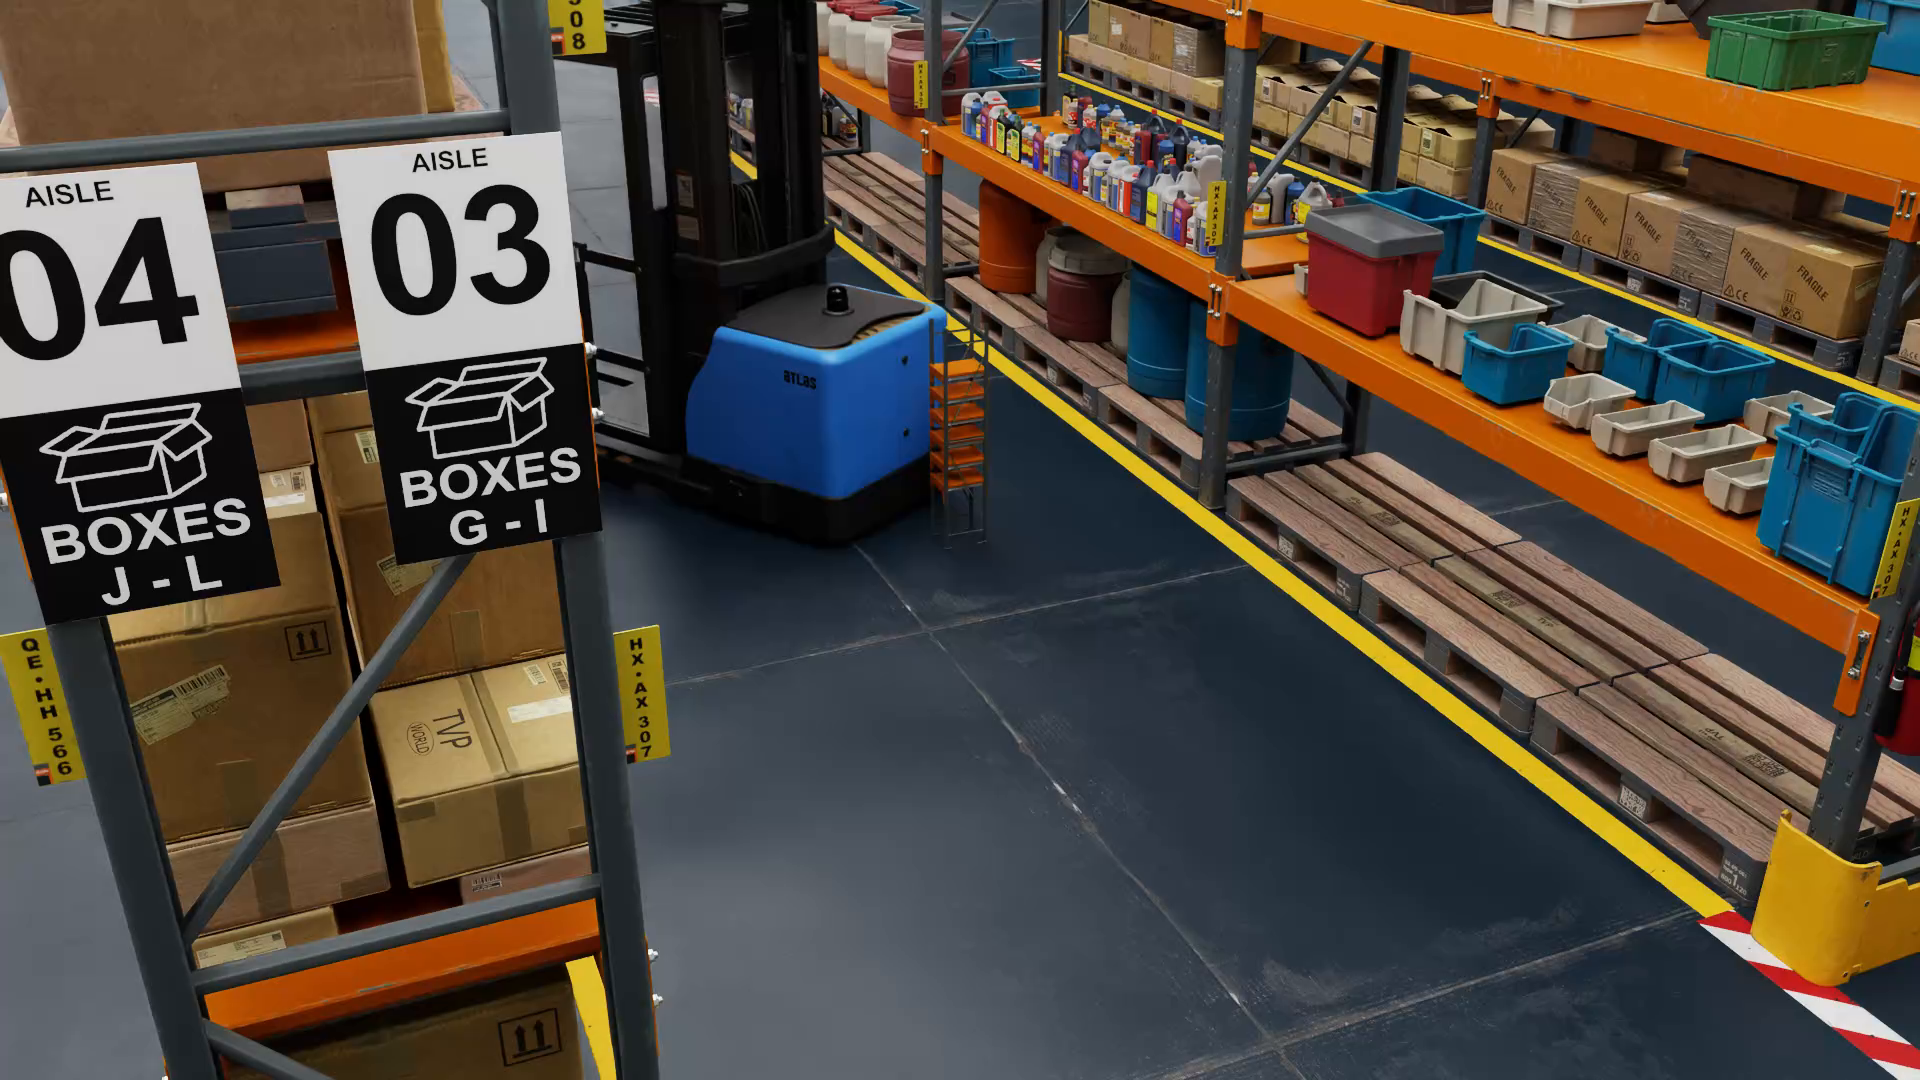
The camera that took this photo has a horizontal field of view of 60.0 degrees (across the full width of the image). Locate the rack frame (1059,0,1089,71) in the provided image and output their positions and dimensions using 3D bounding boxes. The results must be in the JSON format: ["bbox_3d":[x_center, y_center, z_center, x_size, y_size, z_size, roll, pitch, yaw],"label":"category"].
[{"bbox_3d":[1.655,-7.308,20.299,1.000,3.000,0.127,-11,28,-21],"label":"rack frame"}]

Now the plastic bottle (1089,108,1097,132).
[{"bbox_3d":[0.937,-2.867,11.430,0.097,0.201,0.097,0,26,0],"label":"plastic bottle"}]

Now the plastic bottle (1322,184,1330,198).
[{"bbox_3d":[1.992,-1.837,9.226,0.061,0.283,0.133,-11,28,-21],"label":"plastic bottle"}]

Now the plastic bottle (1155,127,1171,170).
[{"bbox_3d":[1.296,-2.486,10.555,0.061,0.283,0.133,-11,28,-21],"label":"plastic bottle"}]

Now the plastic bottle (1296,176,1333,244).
[{"bbox_3d":[1.940,-1.806,9.086,0.144,0.351,0.185,-11,28,-21],"label":"plastic bottle"}]

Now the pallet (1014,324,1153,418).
[{"bbox_3d":[1.050,-1.173,10.911,1.003,0.211,1.213,-11,28,-21],"label":"pallet"}]

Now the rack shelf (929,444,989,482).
[{"bbox_3d":[-0.006,-0.397,8.571,0.258,0.103,0.180,-11,28,-21],"label":"rack shelf"}]

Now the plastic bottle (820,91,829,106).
[{"bbox_3d":[-1.346,-4.324,16.705,0.144,0.351,0.185,-12,28,-23],"label":"plastic bottle"}]

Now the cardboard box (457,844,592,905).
[{"bbox_3d":[-1.031,0.765,4.051,0.380,0.149,0.250,-10,28,-20],"label":"cardboard box"}]

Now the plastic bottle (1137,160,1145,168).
[{"bbox_3d":[1.058,-2.094,9.766,0.097,0.271,0.097,0,26,0],"label":"plastic bottle"}]

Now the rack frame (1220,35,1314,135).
[{"bbox_3d":[3.221,-5.693,16.991,1.000,3.000,0.127,-11,28,-21],"label":"rack frame"}]

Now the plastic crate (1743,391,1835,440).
[{"bbox_3d":[3.253,-0.481,6.549,0.250,0.136,0.298,-11,28,-21],"label":"plastic crate"}]

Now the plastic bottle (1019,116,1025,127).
[{"bbox_3d":[0.389,-2.751,11.193,0.097,0.201,0.097,0,26,0],"label":"plastic bottle"}]

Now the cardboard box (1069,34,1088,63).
[{"bbox_3d":[1.660,-6.006,20.288,0.500,0.250,0.500,-11,28,-21],"label":"cardboard box"}]

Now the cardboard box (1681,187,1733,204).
[{"bbox_3d":[5.784,-2.396,12.585,0.500,0.500,0.500,-12,28,-23],"label":"cardboard box"}]

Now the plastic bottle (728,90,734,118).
[{"bbox_3d":[-2.347,-4.506,17.168,0.097,0.271,0.097,0,26,0],"label":"plastic bottle"}]

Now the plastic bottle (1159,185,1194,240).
[{"bbox_3d":[1.200,-1.809,9.178,0.152,0.276,0.135,-11,28,-21],"label":"plastic bottle"}]

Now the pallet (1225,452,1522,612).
[{"bbox_3d":[2.119,-0.071,8.654,1.003,0.211,1.213,-11,28,-21],"label":"pallet"}]

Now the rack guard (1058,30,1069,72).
[{"bbox_3d":[1.646,-6.194,20.867,1.175,0.500,0.348,-11,28,-21],"label":"rack guard"}]

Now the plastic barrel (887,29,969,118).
[{"bbox_3d":[-0.232,-3.425,12.191,0.600,0.536,0.708,-11,28,-21],"label":"plastic barrel"}]

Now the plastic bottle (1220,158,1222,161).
[{"bbox_3d":[1.602,-2.184,9.946,0.152,0.276,0.135,-11,28,-21],"label":"plastic bottle"}]

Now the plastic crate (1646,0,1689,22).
[{"bbox_3d":[2.778,-2.241,6.638,0.437,0.282,0.530,-11,28,-21],"label":"plastic crate"}]

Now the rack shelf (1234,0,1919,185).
[{"bbox_3d":[2.578,-1.831,6.482,1.077,0.370,4.000,-11,28,-21],"label":"rack shelf"}]

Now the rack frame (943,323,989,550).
[{"bbox_3d":[0.030,-0.508,8.423,0.240,1.200,0.006,-11,28,-21],"label":"rack frame"}]

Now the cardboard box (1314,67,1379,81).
[{"bbox_3d":[3.853,-4.575,16.717,0.500,0.311,0.500,-10,28,-19],"label":"cardboard box"}]

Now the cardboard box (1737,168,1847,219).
[{"bbox_3d":[5.998,-2.516,11.976,0.500,0.250,0.500,-11,28,-20],"label":"cardboard box"}]

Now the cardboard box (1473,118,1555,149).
[{"bbox_3d":[4.853,-3.545,14.608,0.500,0.311,0.500,-10,28,-19],"label":"cardboard box"}]

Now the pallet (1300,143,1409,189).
[{"bbox_3d":[4.028,-3.656,15.997,1.003,0.211,1.213,-11,28,-21],"label":"pallet"}]

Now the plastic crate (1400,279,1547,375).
[{"bbox_3d":[2.224,-0.939,7.322,0.437,0.282,0.530,-11,28,-21],"label":"plastic crate"}]

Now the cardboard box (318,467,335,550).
[{"bbox_3d":[-1.747,-0.076,5.319,0.500,0.250,0.500,-11,28,-22],"label":"cardboard box"}]

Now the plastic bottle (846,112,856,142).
[{"bbox_3d":[-1.059,-4.019,16.171,0.097,0.271,0.097,0,26,0],"label":"plastic bottle"}]

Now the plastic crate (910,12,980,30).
[{"bbox_3d":[-0.123,-3.962,13.374,0.402,0.464,0.583,-11,28,-21],"label":"plastic crate"}]

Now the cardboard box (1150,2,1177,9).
[{"bbox_3d":[2.544,-6.031,19.485,0.500,0.500,0.500,-11,28,-21],"label":"cardboard box"}]

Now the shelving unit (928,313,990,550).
[{"bbox_3d":[-0.006,-0.545,8.499,0.258,1.200,0.189,-11,28,-21],"label":"shelving unit"}]

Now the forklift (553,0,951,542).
[{"bbox_3d":[-1.547,-1.799,9.094,3.031,2.935,1.130,17,31,31],"label":"forklift"}]

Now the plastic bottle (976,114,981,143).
[{"bbox_3d":[0.159,-2.818,11.330,0.097,0.201,0.097,0,26,0],"label":"plastic bottle"}]

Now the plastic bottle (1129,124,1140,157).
[{"bbox_3d":[1.165,-2.631,10.947,0.097,0.201,0.097,0,26,0],"label":"plastic bottle"}]

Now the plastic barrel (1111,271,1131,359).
[{"bbox_3d":[1.182,-1.436,10.630,0.421,0.512,0.421,0,26,0],"label":"plastic barrel"}]

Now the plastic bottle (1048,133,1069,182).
[{"bbox_3d":[0.644,-2.383,10.353,0.152,0.276,0.135,-11,28,-21],"label":"plastic bottle"}]

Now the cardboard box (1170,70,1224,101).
[{"bbox_3d":[2.652,-4.999,18.226,0.500,0.250,0.500,-11,28,-21],"label":"cardboard box"}]

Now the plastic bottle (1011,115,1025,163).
[{"bbox_3d":[0.383,-2.604,10.798,0.061,0.283,0.133,-11,28,-21],"label":"plastic bottle"}]

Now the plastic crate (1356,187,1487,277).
[{"bbox_3d":[2.292,-1.504,8.361,0.392,0.384,0.575,-11,28,-21],"label":"plastic crate"}]

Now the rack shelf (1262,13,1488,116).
[{"bbox_3d":[4.005,-4.562,15.495,1.077,0.370,4.000,-11,28,-21],"label":"rack shelf"}]

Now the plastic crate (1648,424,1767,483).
[{"bbox_3d":[2.776,-0.325,6.229,0.396,0.136,0.243,-11,28,-21],"label":"plastic crate"}]

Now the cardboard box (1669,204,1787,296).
[{"bbox_3d":[5.516,-2.091,11.962,0.500,0.500,0.500,-10,28,-20],"label":"cardboard box"}]

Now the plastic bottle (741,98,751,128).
[{"bbox_3d":[-2.117,-4.302,16.745,0.152,0.276,0.135,-10,28,-20],"label":"plastic bottle"}]

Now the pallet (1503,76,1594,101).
[{"bbox_3d":[5.118,-3.730,13.190,1.213,0.211,1.003,-11,28,-21],"label":"pallet"}]

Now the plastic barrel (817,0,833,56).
[{"bbox_3d":[-1.165,-4.481,14.353,0.433,0.535,0.433,0,26,0],"label":"plastic barrel"}]

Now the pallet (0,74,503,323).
[{"bbox_3d":[-1.496,-0.754,3.557,1.003,0.211,1.213,-11,28,-21],"label":"pallet"}]

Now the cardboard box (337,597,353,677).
[{"bbox_3d":[-2.027,0.225,4.701,0.500,0.250,0.500,-12,28,-22],"label":"cardboard box"}]

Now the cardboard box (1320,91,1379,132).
[{"bbox_3d":[3.757,-4.068,15.679,0.500,0.311,0.500,-10,28,-19],"label":"cardboard box"}]

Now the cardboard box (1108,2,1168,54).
[{"bbox_3d":[2.066,-5.942,19.302,0.500,0.500,0.500,-11,28,-21],"label":"cardboard box"}]

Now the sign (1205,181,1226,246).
[{"bbox_3d":[1.288,-1.644,8.384,0.100,0.325,0.005,-11,28,-21],"label":"sign"}]

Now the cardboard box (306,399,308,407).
[{"bbox_3d":[-2.144,-0.823,5.995,0.500,0.500,0.500,-10,28,-20],"label":"cardboard box"}]

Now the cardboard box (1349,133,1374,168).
[{"bbox_3d":[3.958,-3.613,15.386,0.500,0.250,0.500,-10,28,-19],"label":"cardboard box"}]

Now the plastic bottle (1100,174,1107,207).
[{"bbox_3d":[0.880,-2.076,9.809,0.097,0.201,0.097,0,26,0],"label":"plastic bottle"}]
